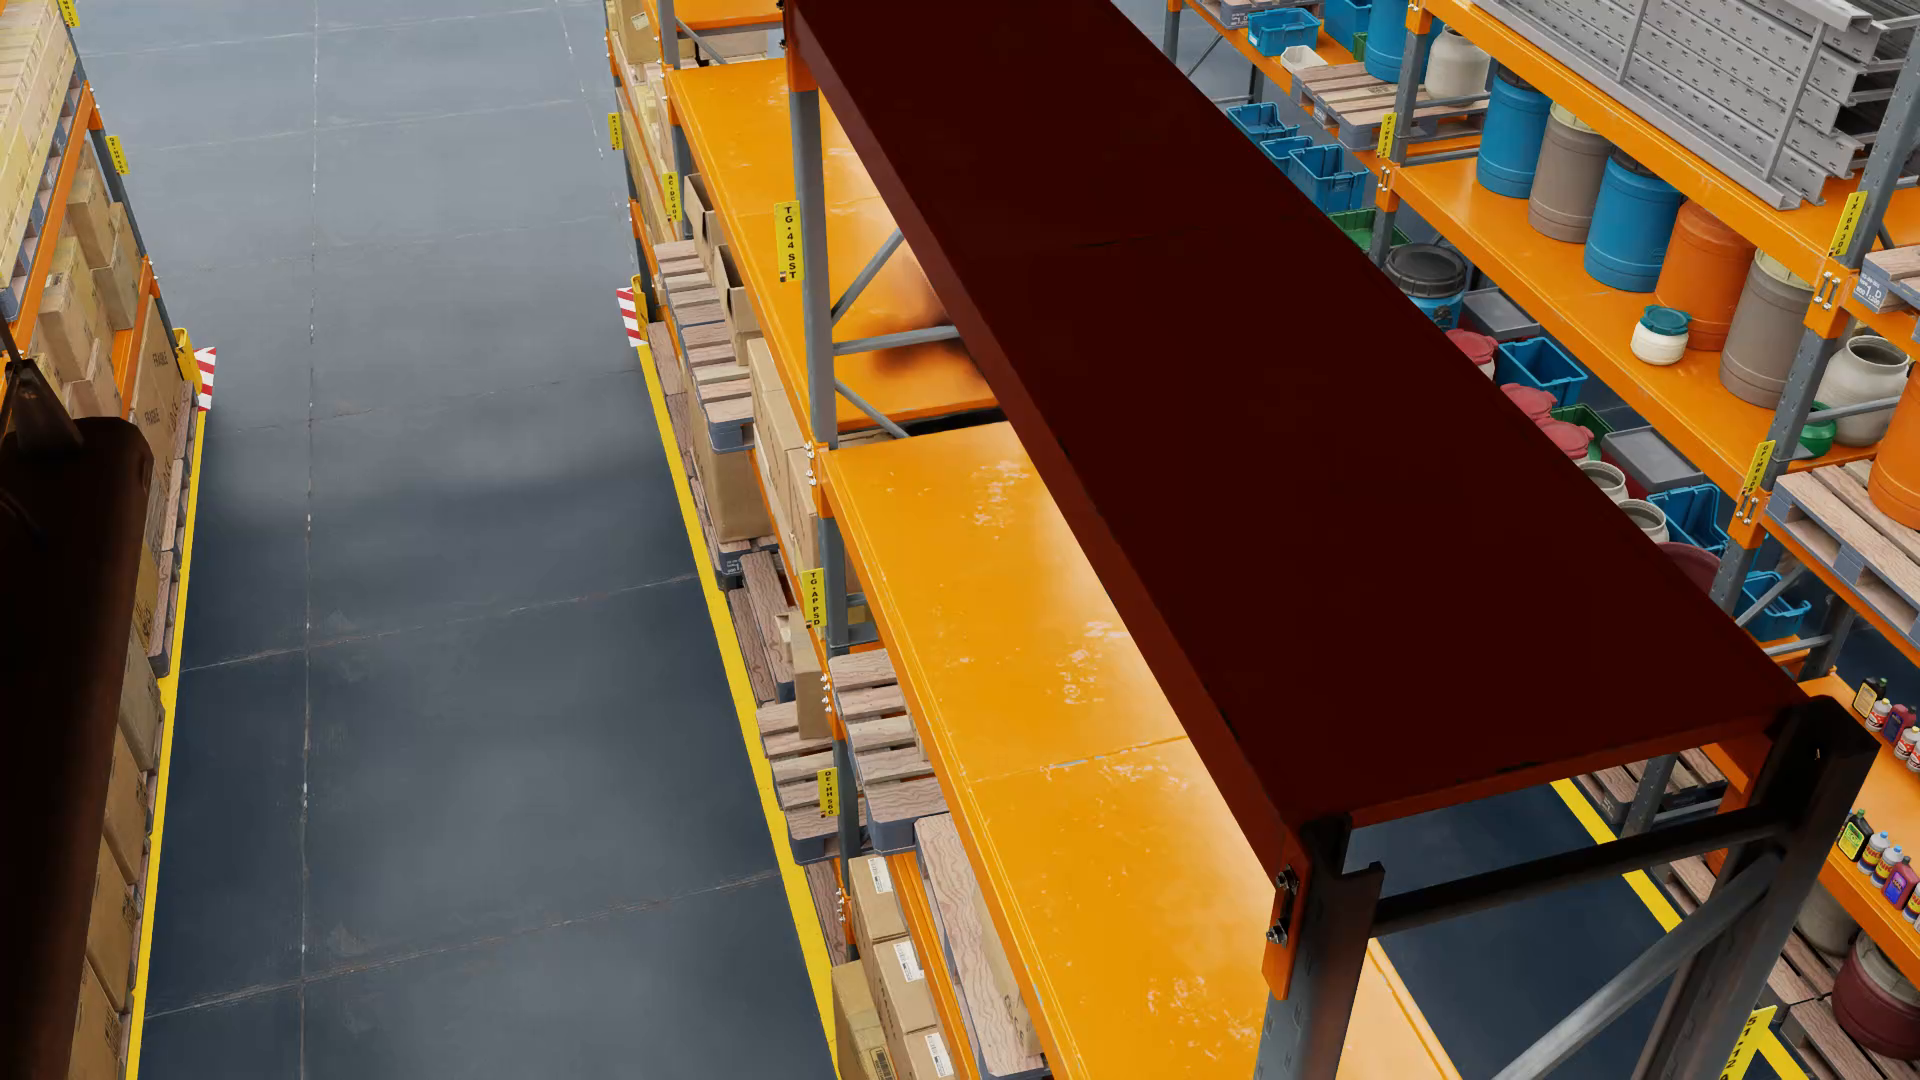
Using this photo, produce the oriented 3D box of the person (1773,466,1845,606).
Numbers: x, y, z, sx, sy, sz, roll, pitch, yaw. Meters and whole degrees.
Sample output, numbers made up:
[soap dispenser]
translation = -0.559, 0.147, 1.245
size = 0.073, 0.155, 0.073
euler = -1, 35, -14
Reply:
[person]
translation = 6.282, -0.212, 11.784
size = 0.643, 1.715, 0.825
euler = -18, 42, -22
